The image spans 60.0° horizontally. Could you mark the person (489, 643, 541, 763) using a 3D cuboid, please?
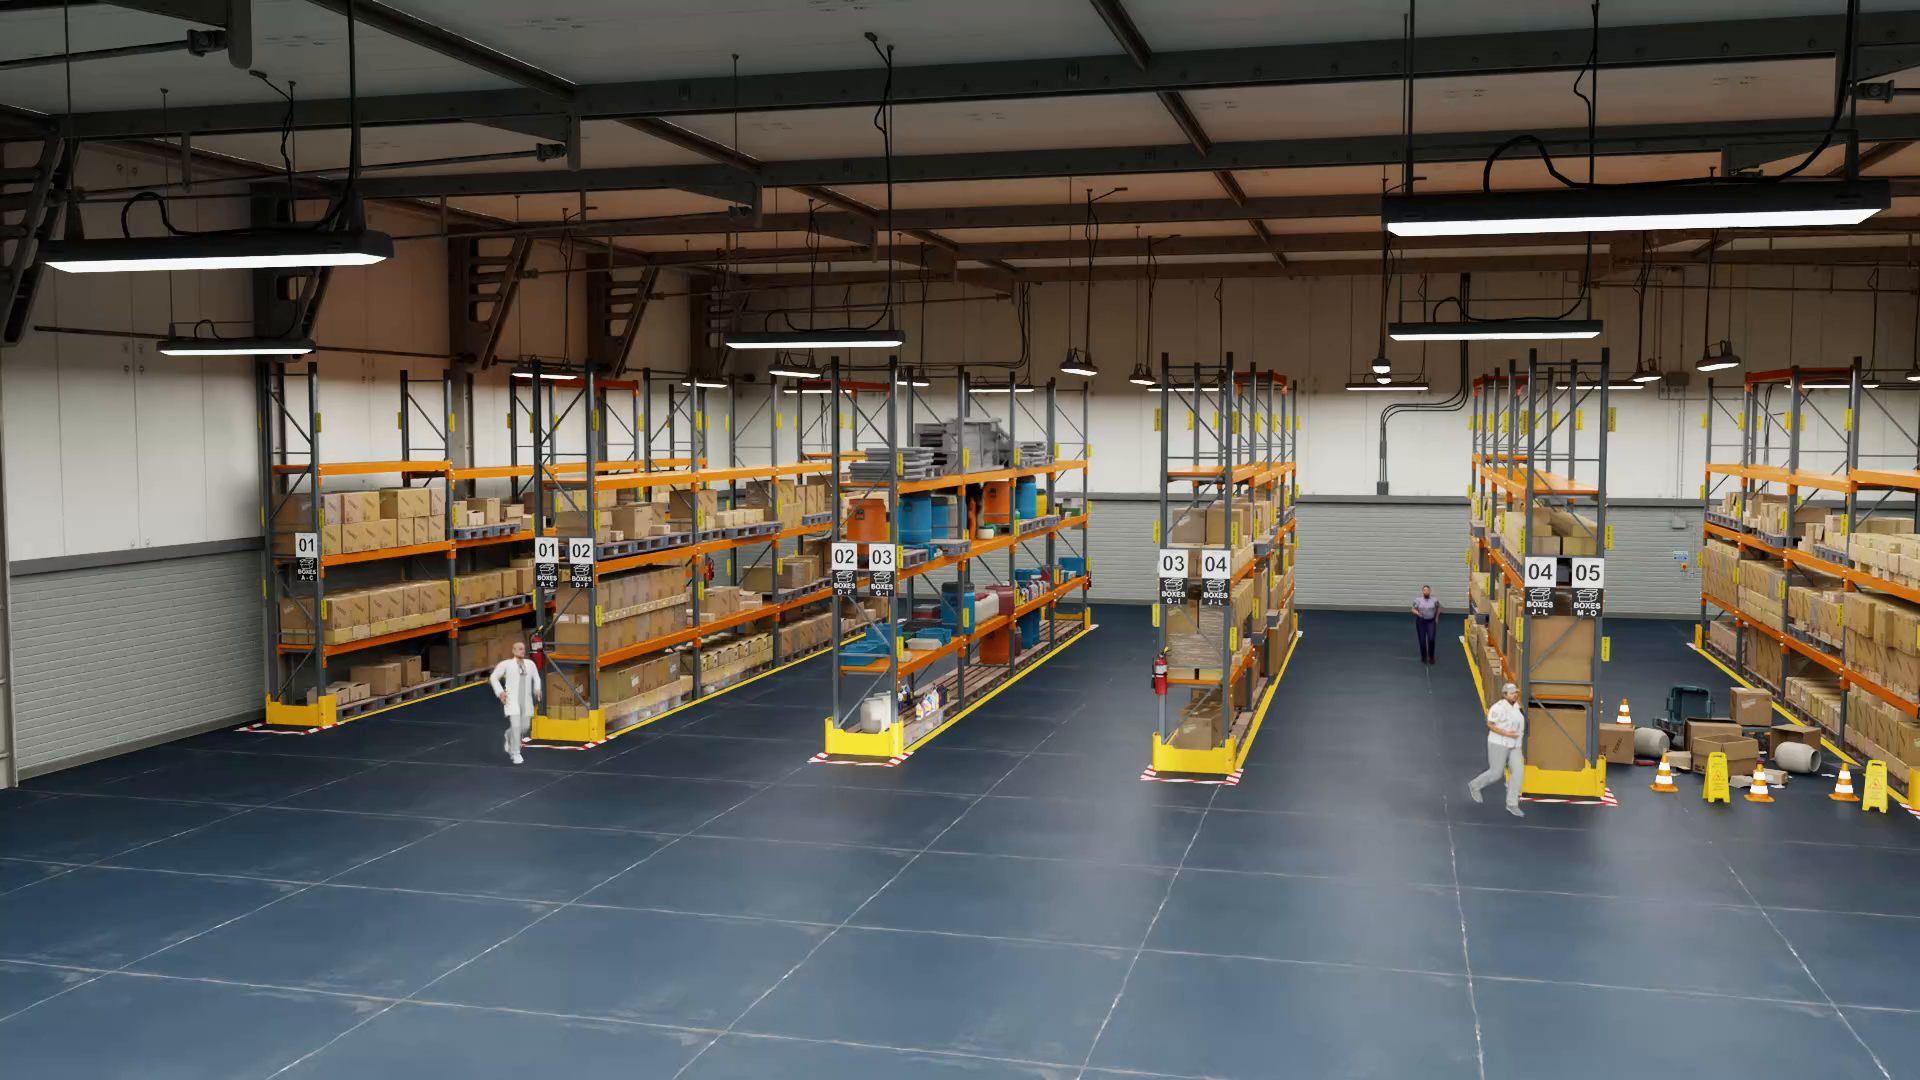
[{"bbox_3d":[-6.591,2.410,24.789,0.775,1.752,0.716,-3,5,-36],"label":"person"}]

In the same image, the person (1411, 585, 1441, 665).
[{"bbox_3d":[9.676,1.775,34.543,0.593,1.662,0.686,1,4,17],"label":"person"}]

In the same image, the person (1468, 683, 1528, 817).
[{"bbox_3d":[7.023,2.675,21.512,0.625,1.677,0.822,-2,5,-28],"label":"person"}]
